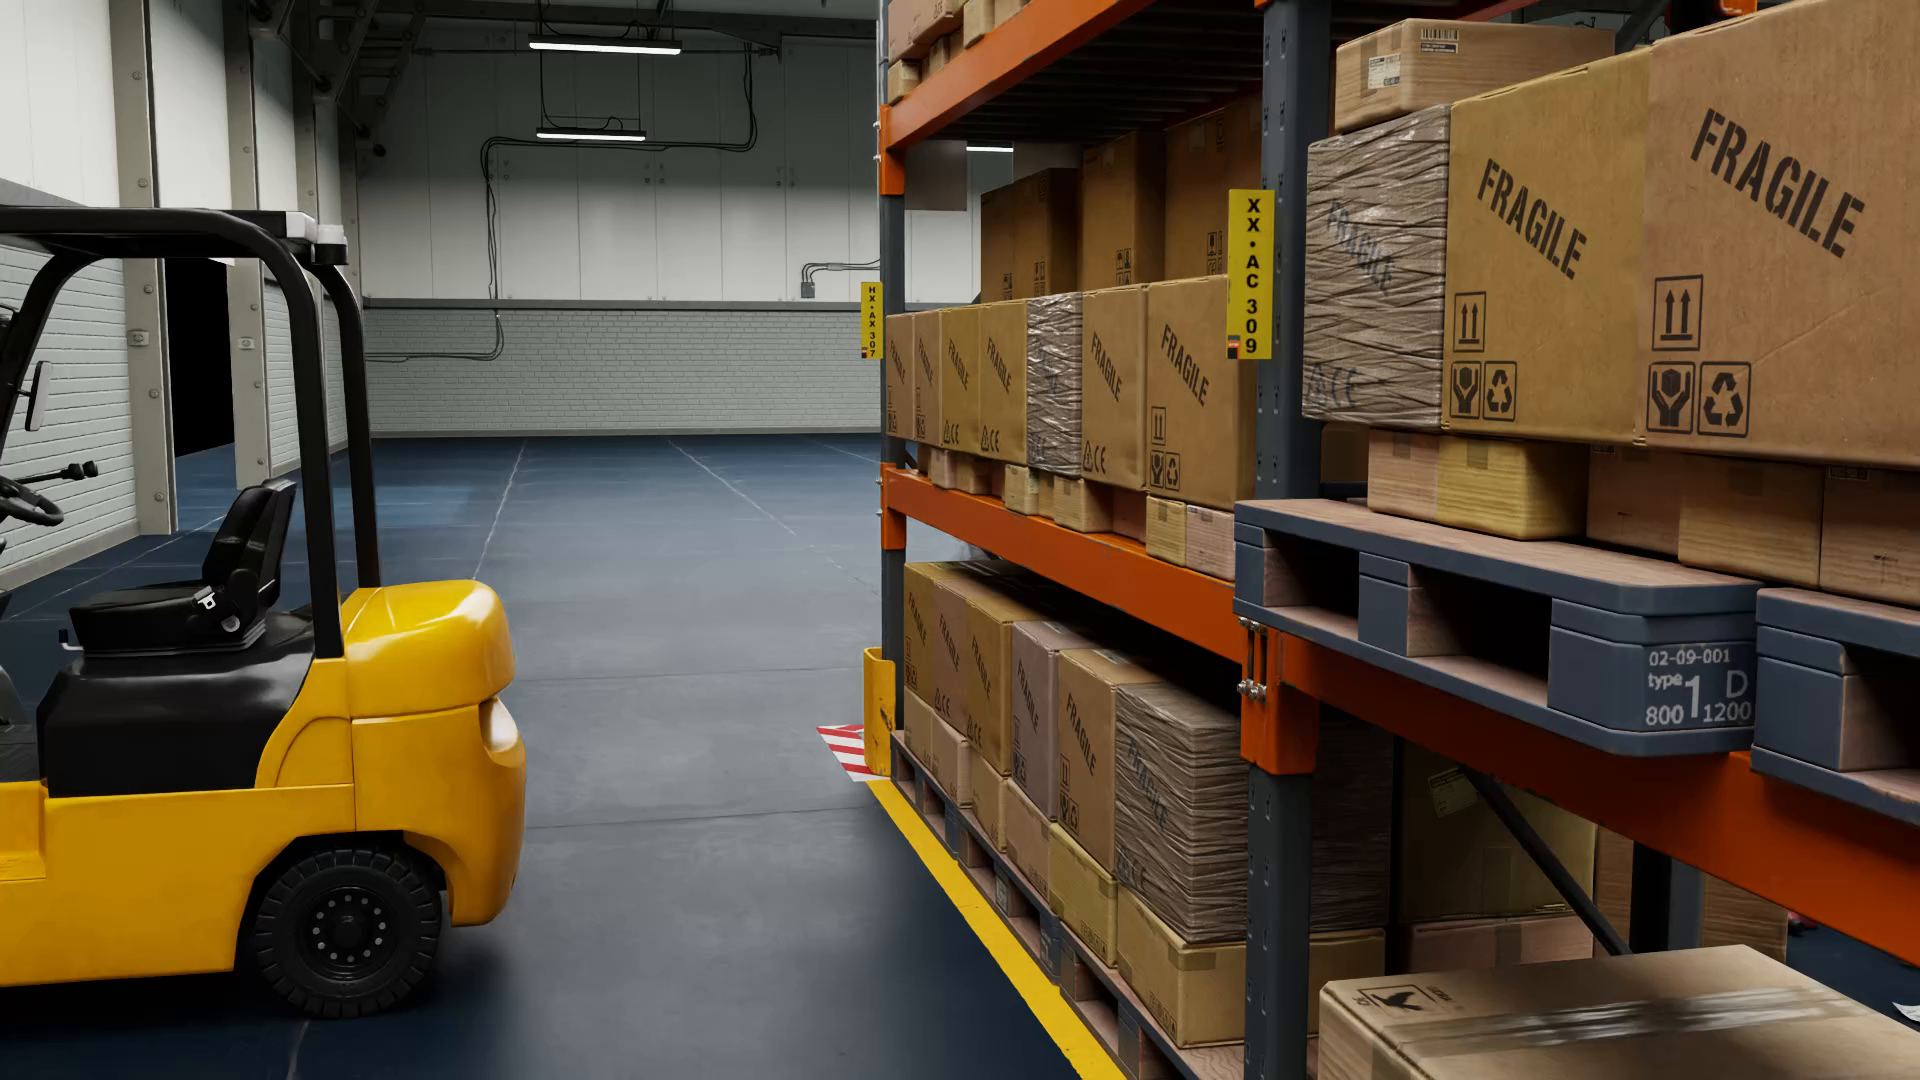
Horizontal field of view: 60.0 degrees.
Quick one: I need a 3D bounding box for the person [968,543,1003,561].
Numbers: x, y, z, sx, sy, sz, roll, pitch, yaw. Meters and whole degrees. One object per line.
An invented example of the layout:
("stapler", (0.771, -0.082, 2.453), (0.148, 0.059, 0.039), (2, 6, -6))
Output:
("person", (0.266, -0.183, 10.301), (0.486, 1.652, 0.709), (1, 6, 11))
